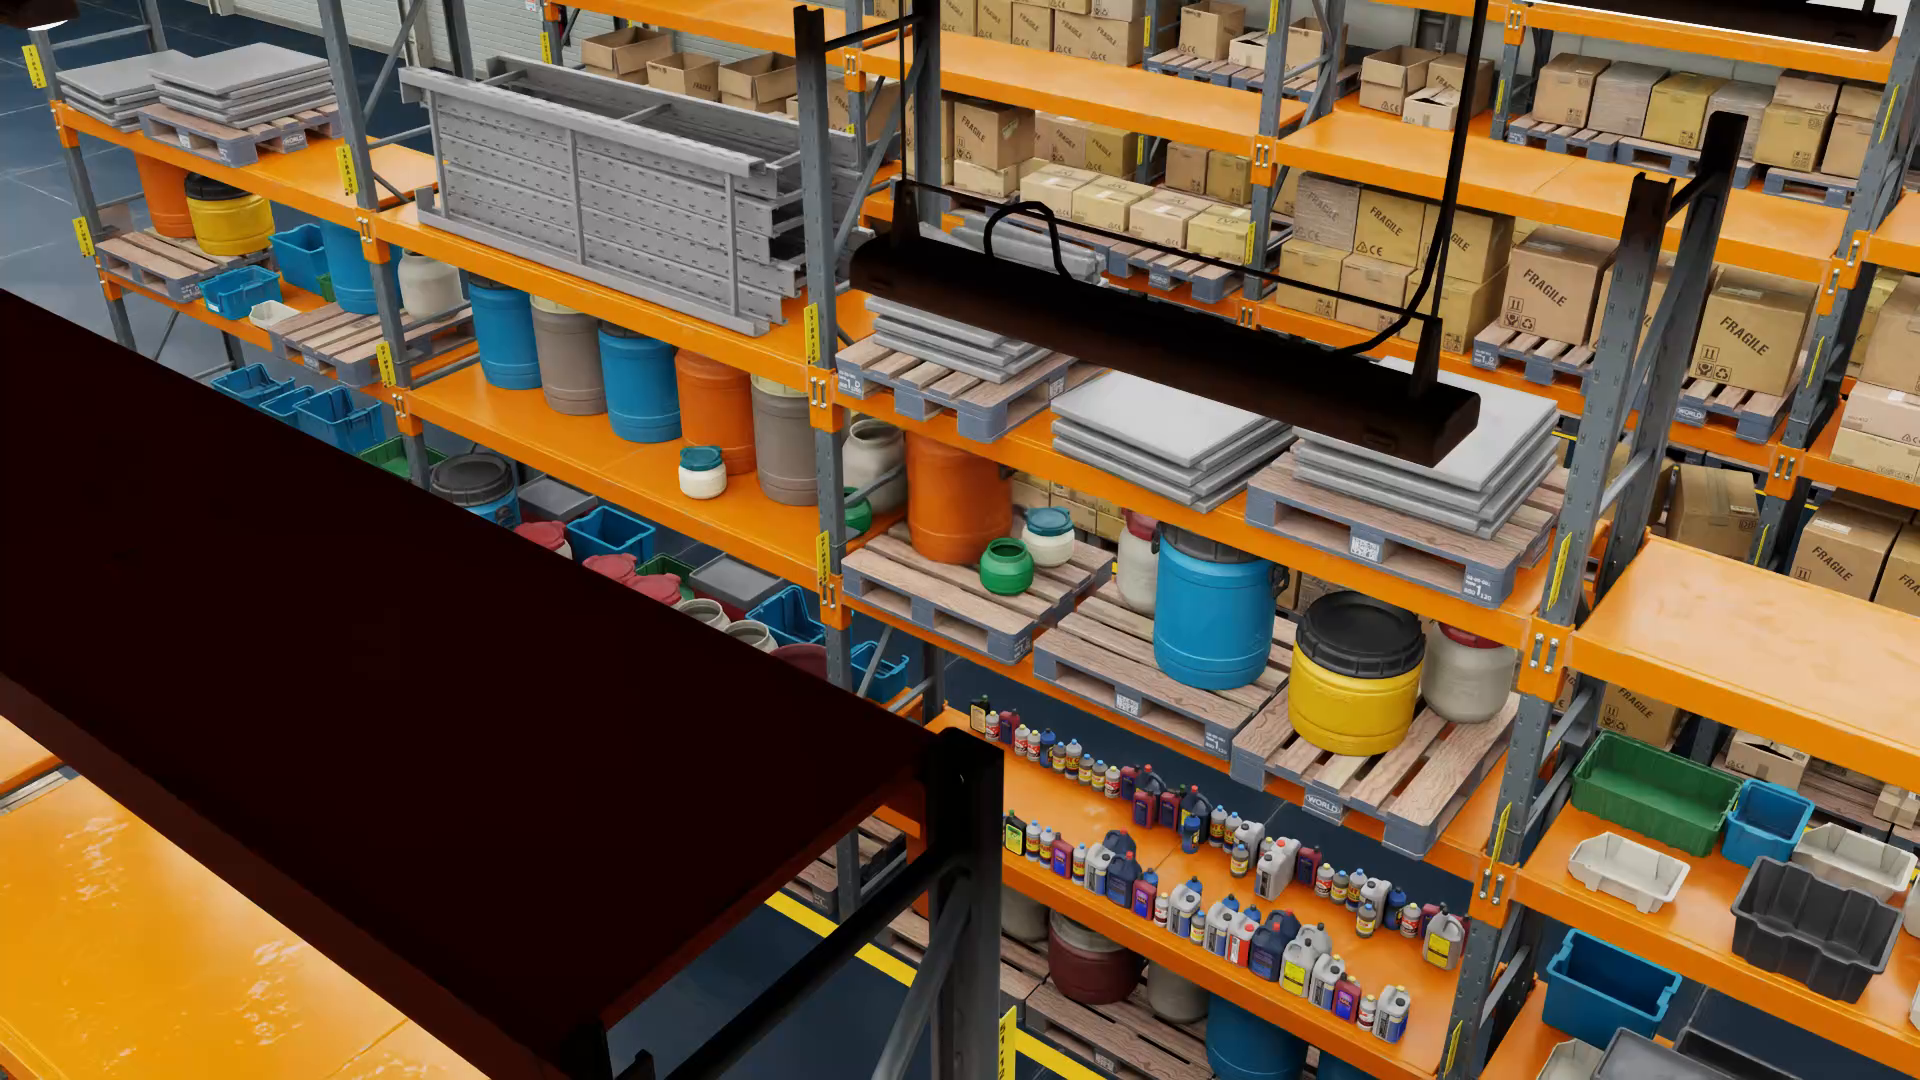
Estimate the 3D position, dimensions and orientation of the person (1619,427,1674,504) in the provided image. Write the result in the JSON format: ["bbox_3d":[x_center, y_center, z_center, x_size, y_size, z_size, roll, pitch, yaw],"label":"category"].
[{"bbox_3d":[6.264,-1.022,15.323,0.882,1.647,0.434,15,34,22],"label":"person"}]
